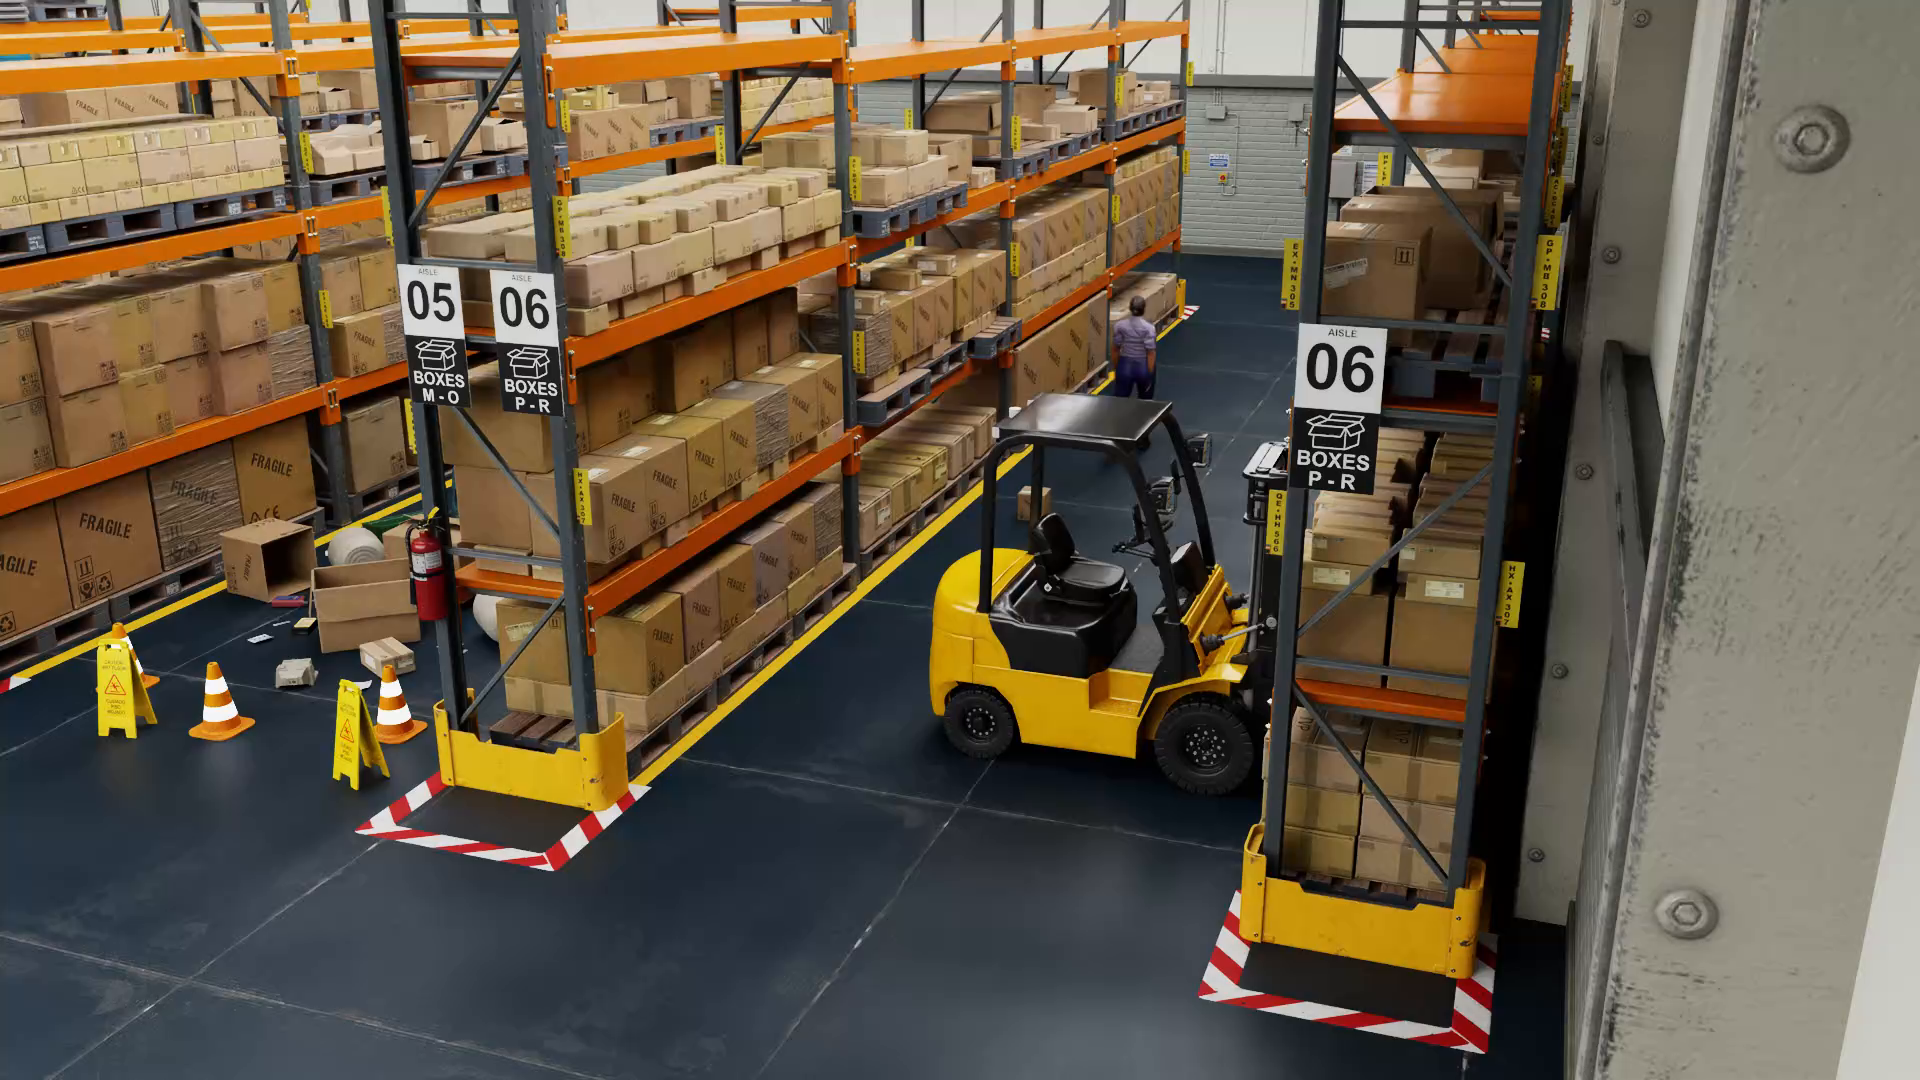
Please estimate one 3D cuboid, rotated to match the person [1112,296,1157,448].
[{"bbox_3d":[1.775,-1.705,17.068,0.473,1.623,0.747,6,20,17],"label":"person"}]
